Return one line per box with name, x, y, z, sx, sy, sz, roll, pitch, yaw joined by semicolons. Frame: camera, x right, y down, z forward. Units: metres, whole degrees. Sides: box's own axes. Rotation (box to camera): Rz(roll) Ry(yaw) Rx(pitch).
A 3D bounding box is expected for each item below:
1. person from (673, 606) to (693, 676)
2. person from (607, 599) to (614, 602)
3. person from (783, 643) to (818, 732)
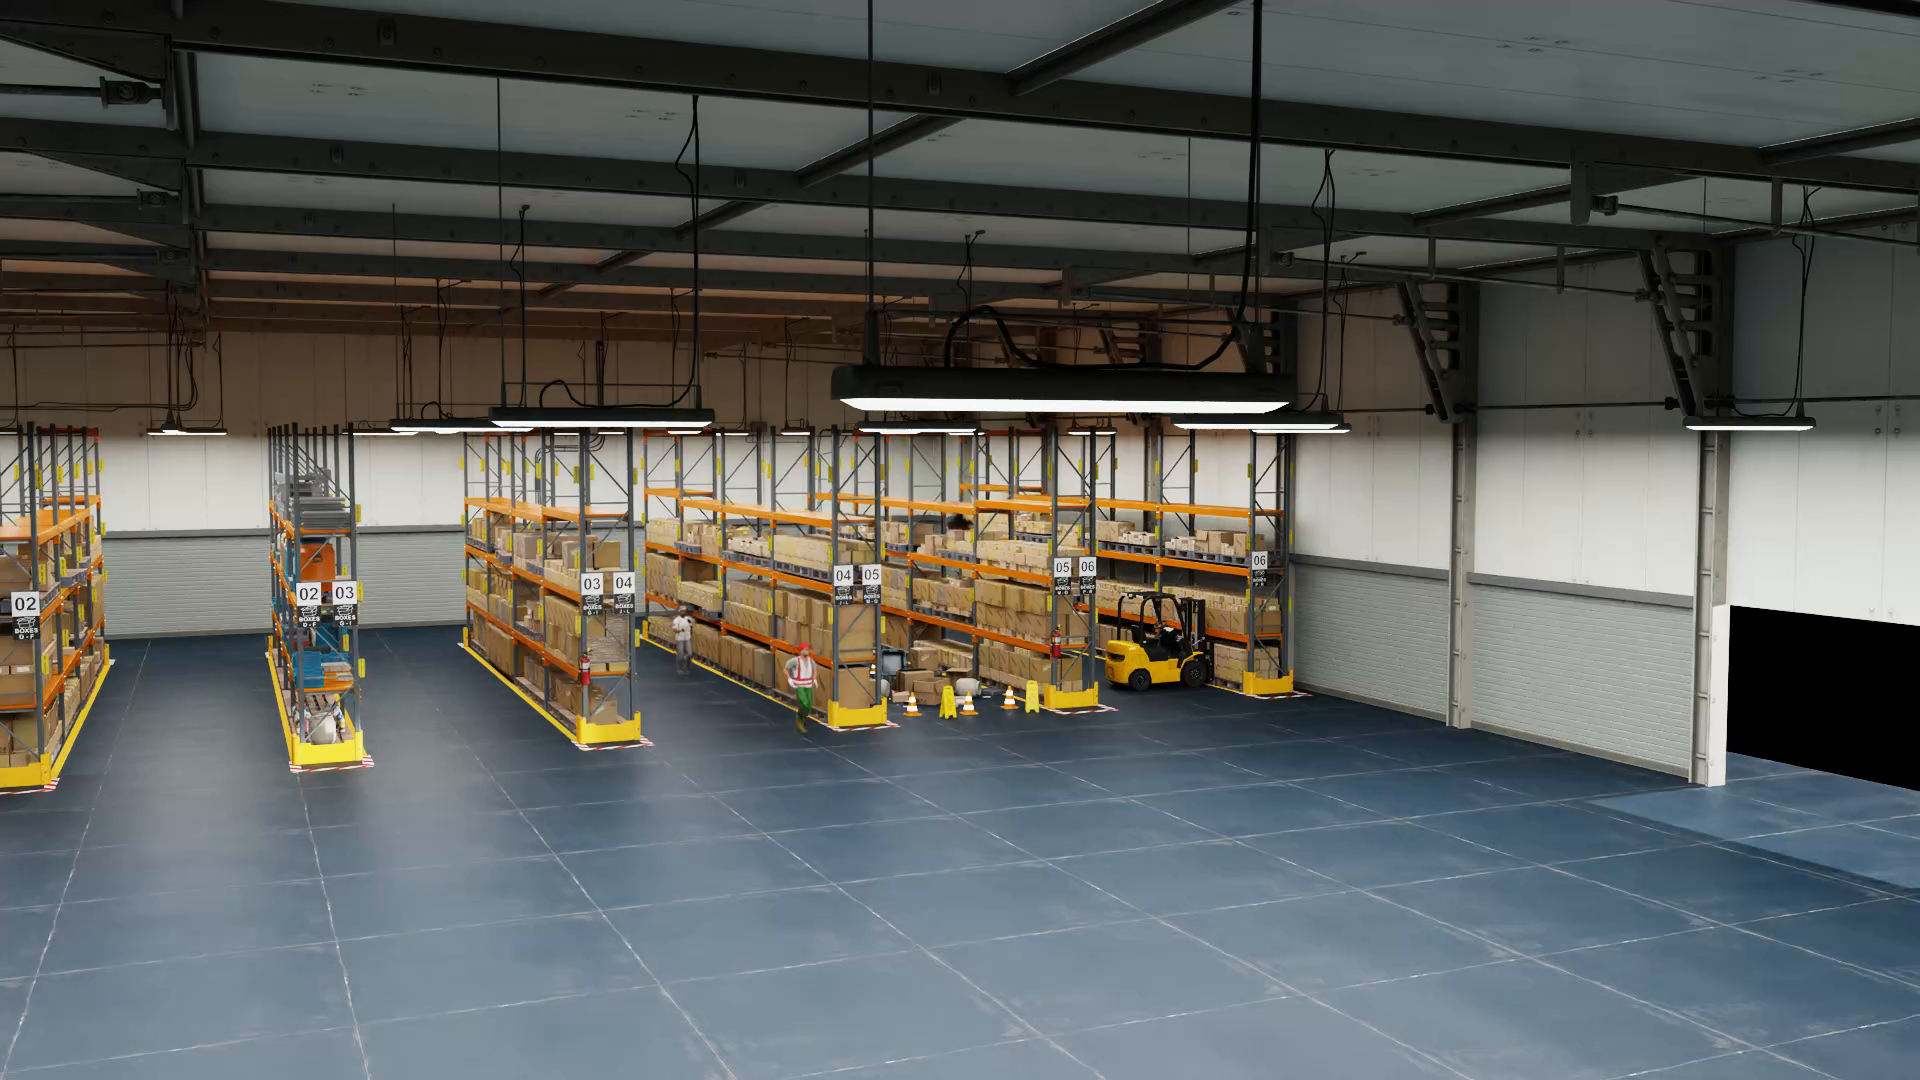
person;-6.648;2.438;40.097;0.555;1.727;0.647;-2;4;-27
person;-9.914;2.054;46.523;0.647;1.616;0.650;-1;4;-14
person;-3.023;2.868;32.272;0.678;1.745;0.585;-3;4;-37
